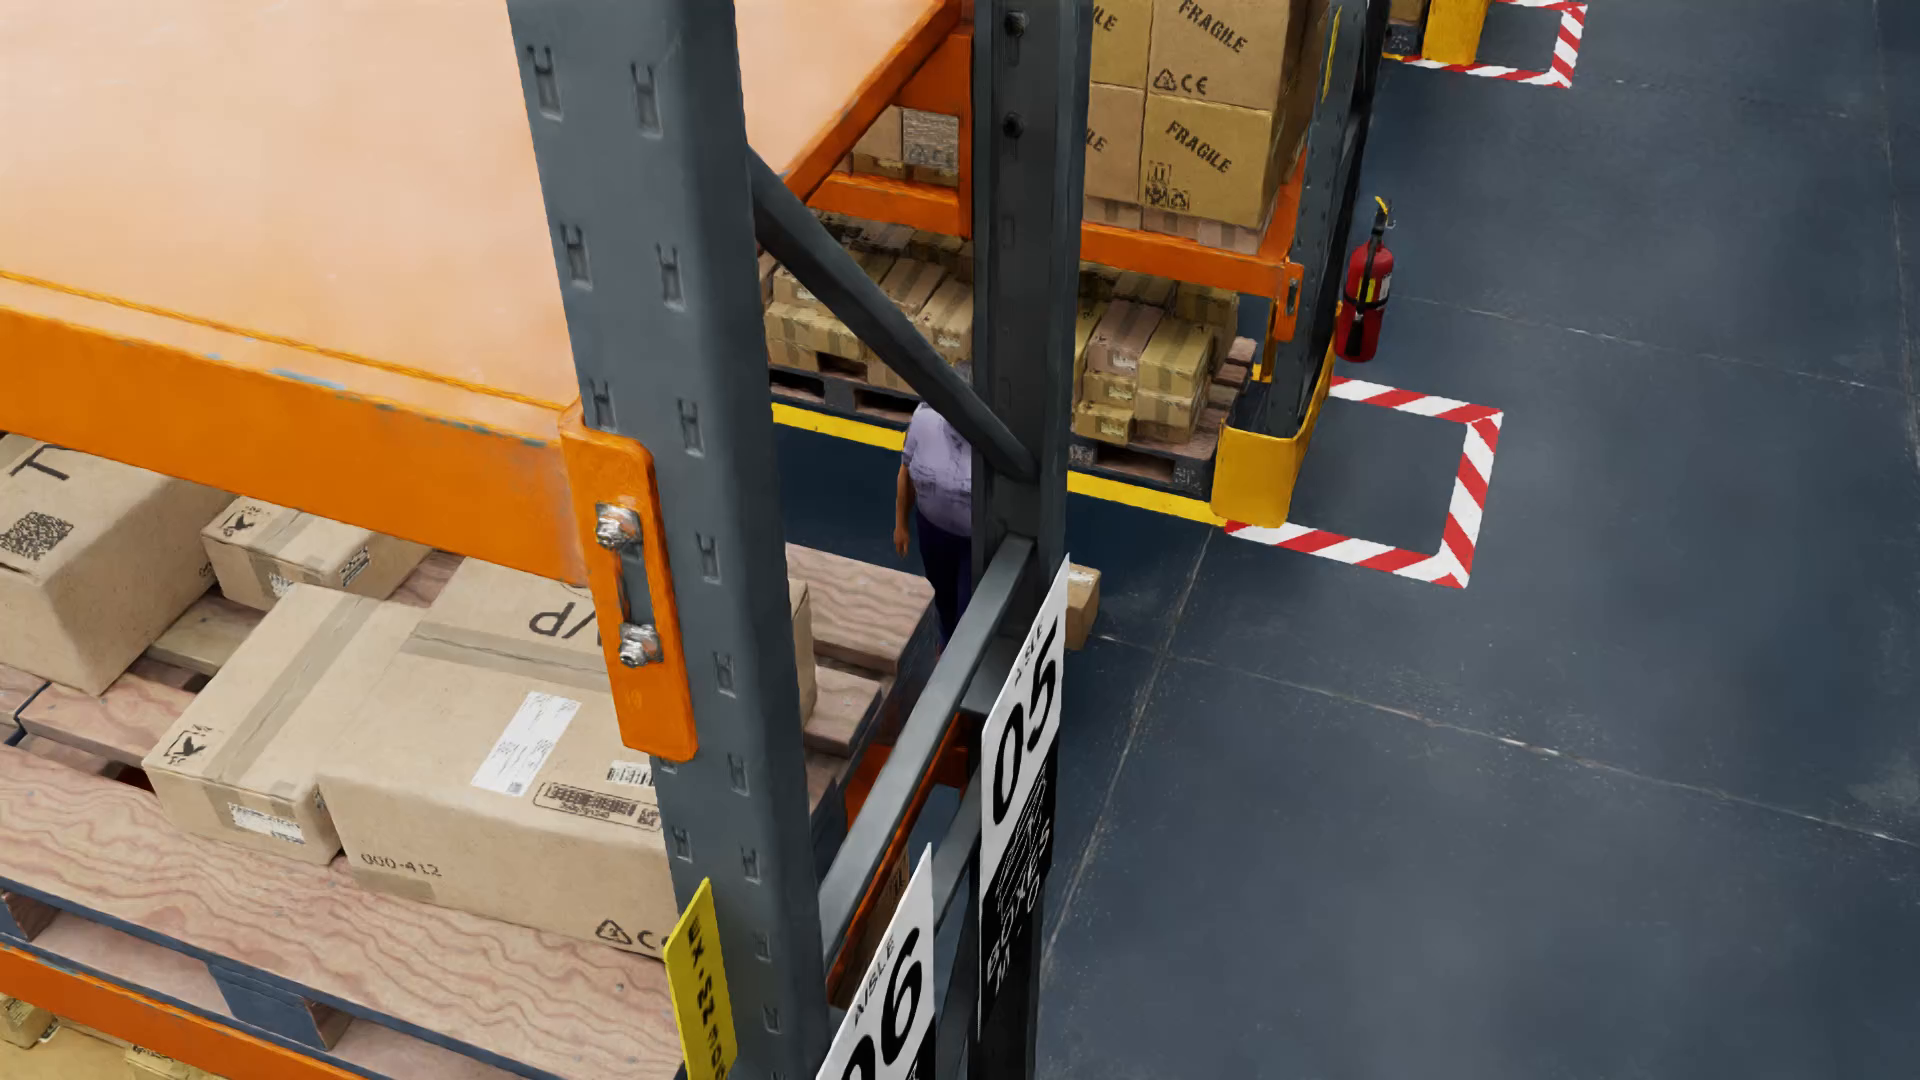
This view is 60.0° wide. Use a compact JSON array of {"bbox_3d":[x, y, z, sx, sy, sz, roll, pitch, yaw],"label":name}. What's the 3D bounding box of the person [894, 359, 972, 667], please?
[{"bbox_3d":[0.015,-0.001,6.172,0.540,1.651,0.494,22,46,22],"label":"person"}]
